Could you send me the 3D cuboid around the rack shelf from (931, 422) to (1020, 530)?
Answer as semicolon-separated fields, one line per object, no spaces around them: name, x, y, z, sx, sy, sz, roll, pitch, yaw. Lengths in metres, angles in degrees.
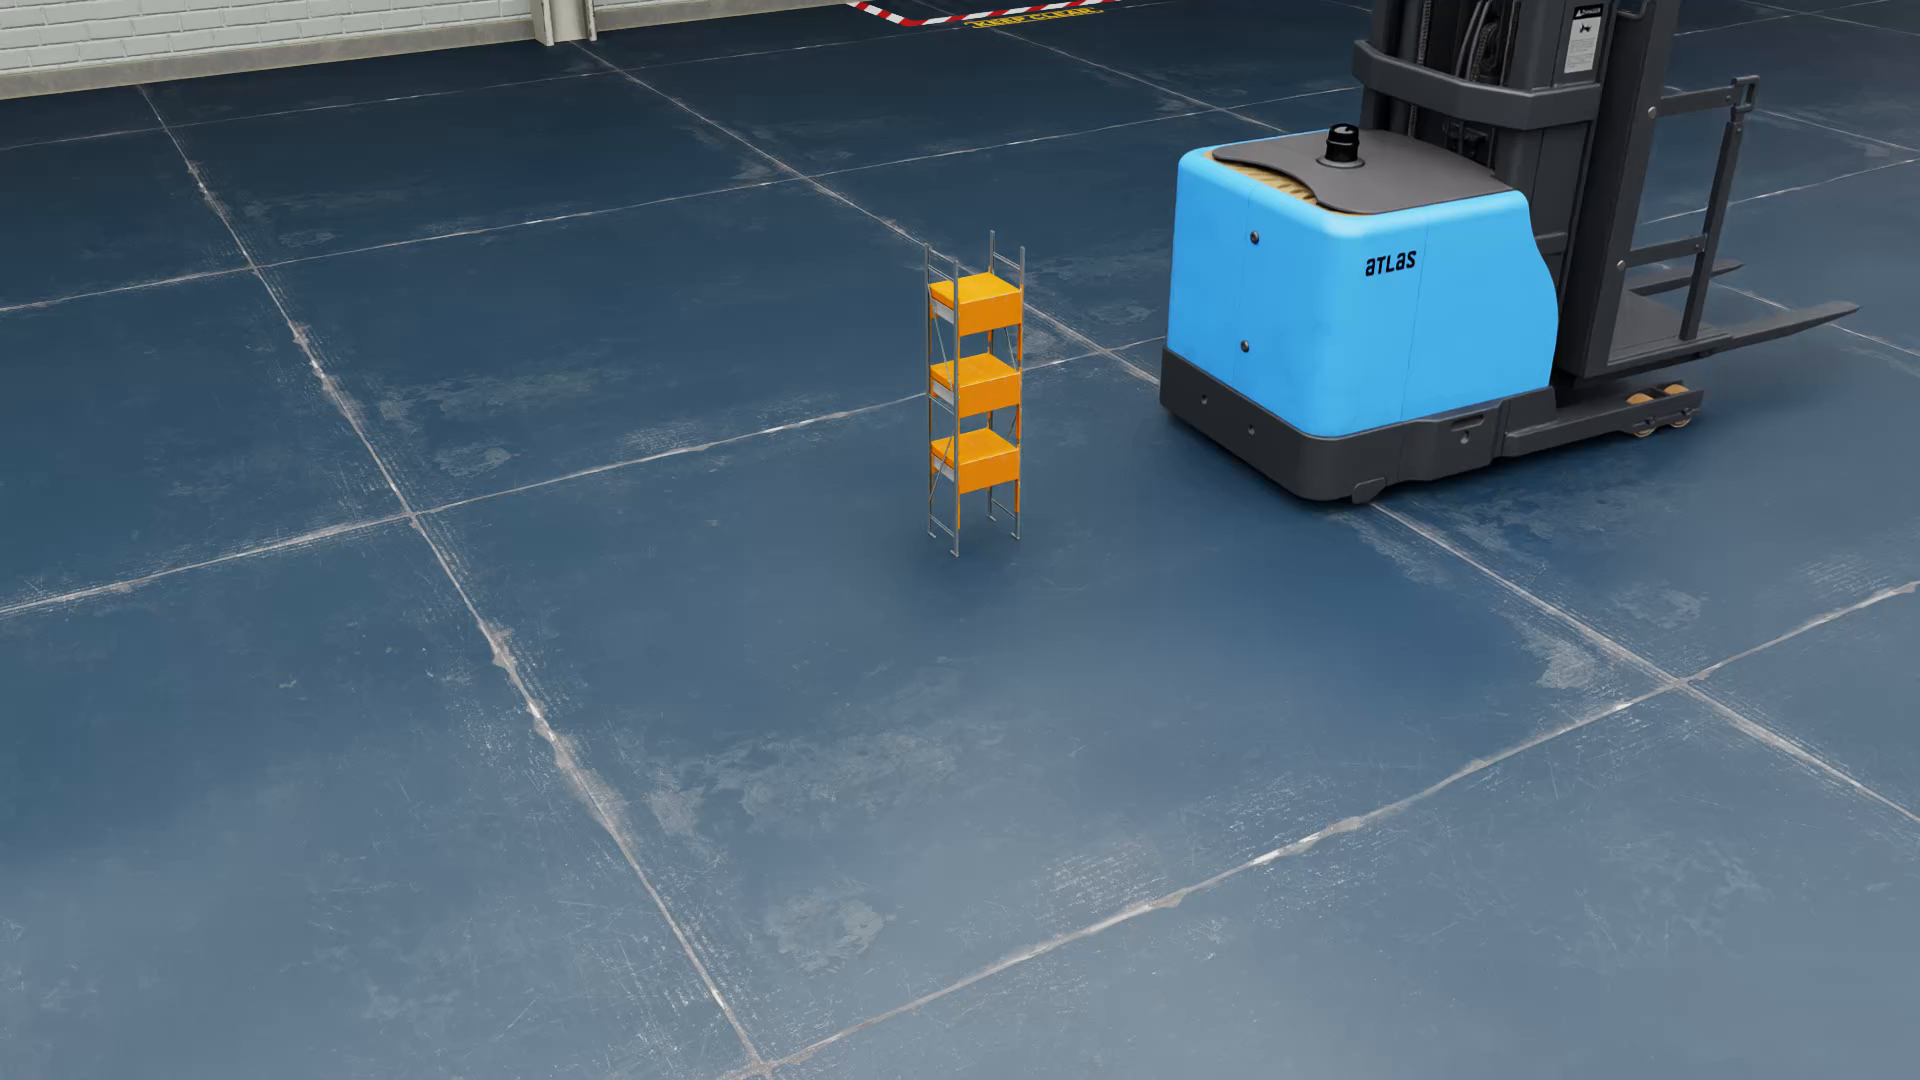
rack shelf;0.046;-0.220;5.659;0.240;0.259;0.215;-16;33;-26

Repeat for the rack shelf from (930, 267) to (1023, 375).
rack shelf;0.046;-0.712;5.388;0.240;0.259;0.215;-16;33;-26

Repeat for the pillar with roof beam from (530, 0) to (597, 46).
pillar with roof beam;-0.823;-5.964;7.243;0.400;9.000;9.100;-16;33;-26

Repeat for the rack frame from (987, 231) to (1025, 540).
rack frame;0.151;-0.503;5.574;0.008;1.050;0.200;-16;33;-26

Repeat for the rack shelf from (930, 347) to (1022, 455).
rack shelf;0.046;-0.463;5.525;0.240;0.259;0.215;-16;33;-26

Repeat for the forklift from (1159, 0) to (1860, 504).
forklift;2.342;-1.896;6.153;3.031;2.935;1.130;-14;32;-23

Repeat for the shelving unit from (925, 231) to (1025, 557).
shelving unit;0.046;-0.473;5.520;0.252;1.050;0.215;-16;33;-26

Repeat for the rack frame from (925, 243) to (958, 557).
rack frame;-0.059;-0.443;5.466;0.008;1.050;0.200;-16;33;-26
